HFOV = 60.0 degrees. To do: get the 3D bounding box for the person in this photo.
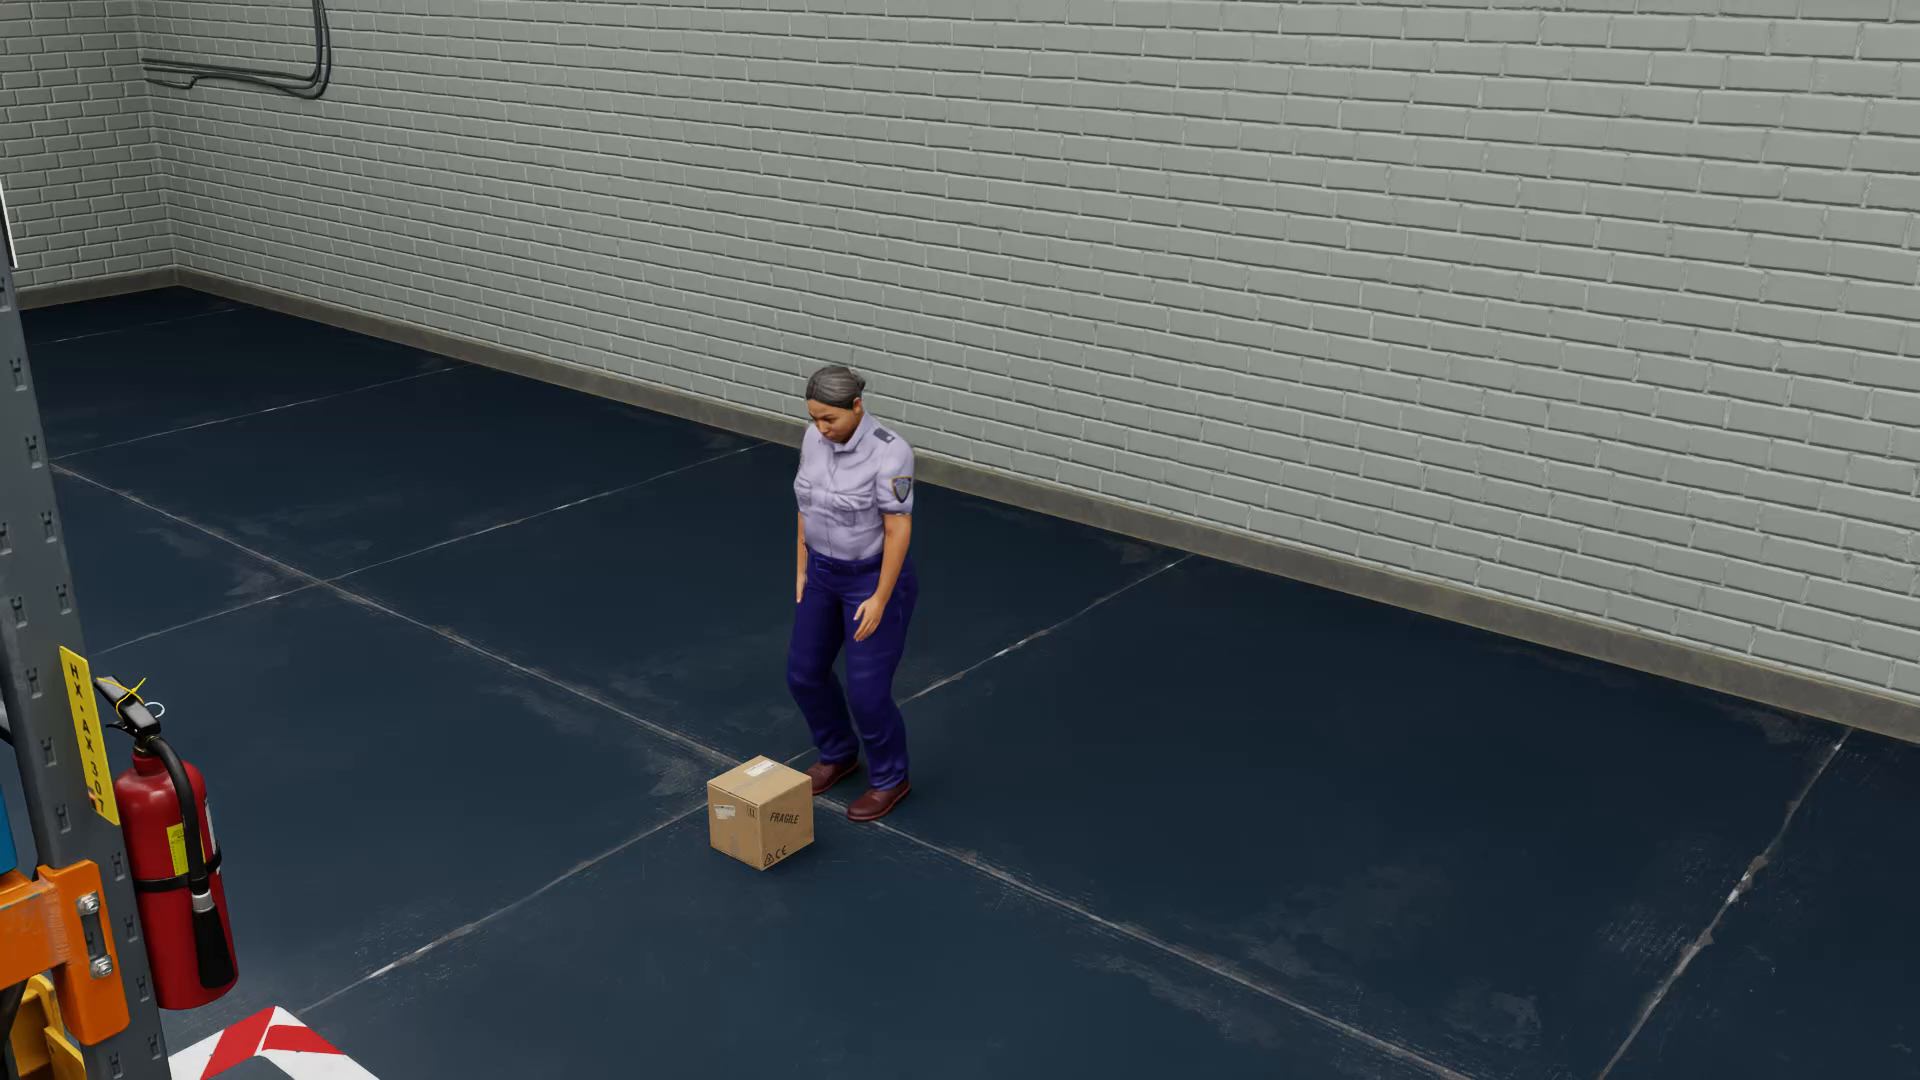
[{"bbox_3d":[-0.350,0.166,5.727,0.496,1.607,0.391,17,26,38],"label":"person"}]
